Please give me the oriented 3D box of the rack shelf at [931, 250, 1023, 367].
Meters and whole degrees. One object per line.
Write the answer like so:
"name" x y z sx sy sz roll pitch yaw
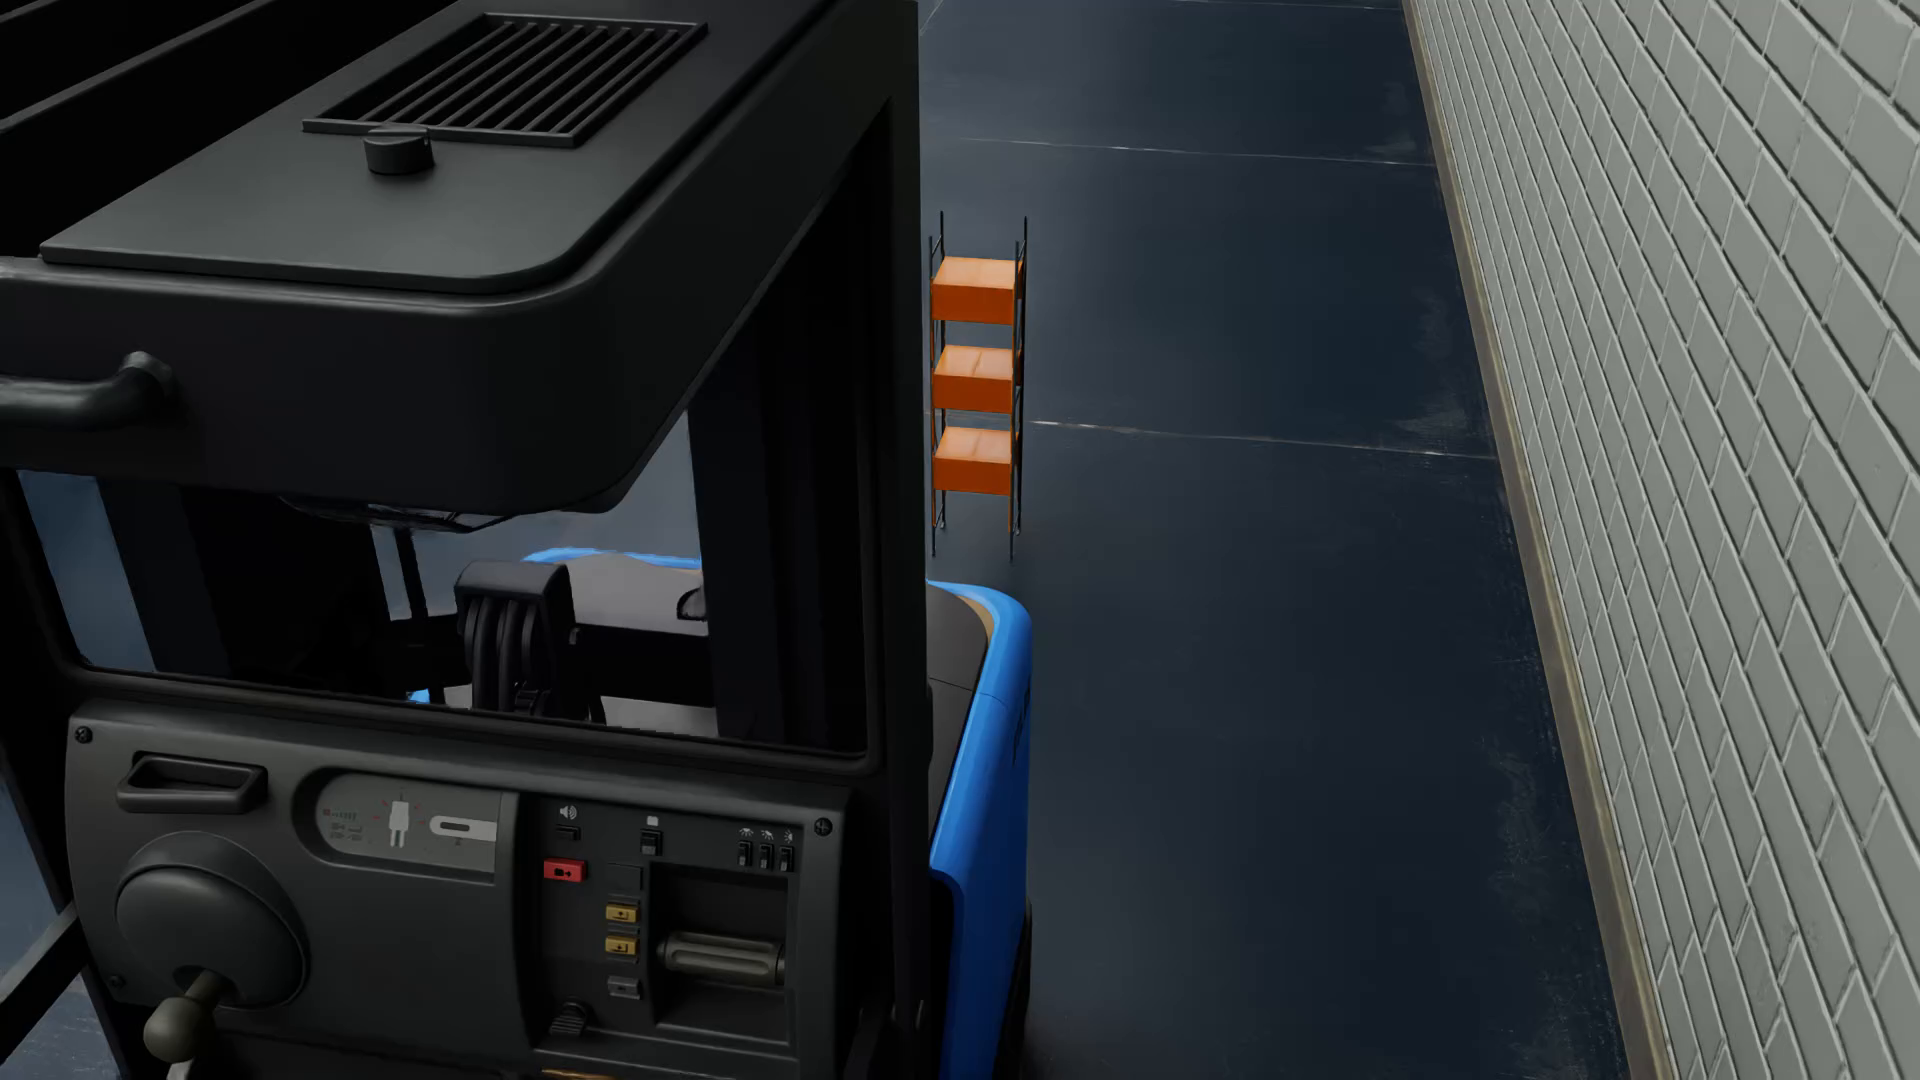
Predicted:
"rack shelf" 0.053 -0.672 4.819 0.240 0.259 0.215 5 32 8

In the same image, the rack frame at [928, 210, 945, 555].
"rack frame" -0.068 -0.451 4.981 0.008 1.050 0.200 5 32 8

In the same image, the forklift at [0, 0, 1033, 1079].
"forklift" -0.622 0.481 1.720 1.130 2.935 3.031 6 32 9

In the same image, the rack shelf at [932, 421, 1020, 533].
"rack shelf" 0.053 -0.196 5.117 0.240 0.259 0.215 5 32 8

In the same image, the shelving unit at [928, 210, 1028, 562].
"shelving unit" 0.053 -0.440 4.964 0.252 1.050 0.215 5 32 8

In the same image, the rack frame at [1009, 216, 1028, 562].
"rack frame" 0.173 -0.429 4.946 0.008 1.050 0.200 5 32 8

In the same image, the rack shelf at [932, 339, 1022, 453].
"rack shelf" 0.053 -0.431 4.969 0.240 0.259 0.215 5 32 8
